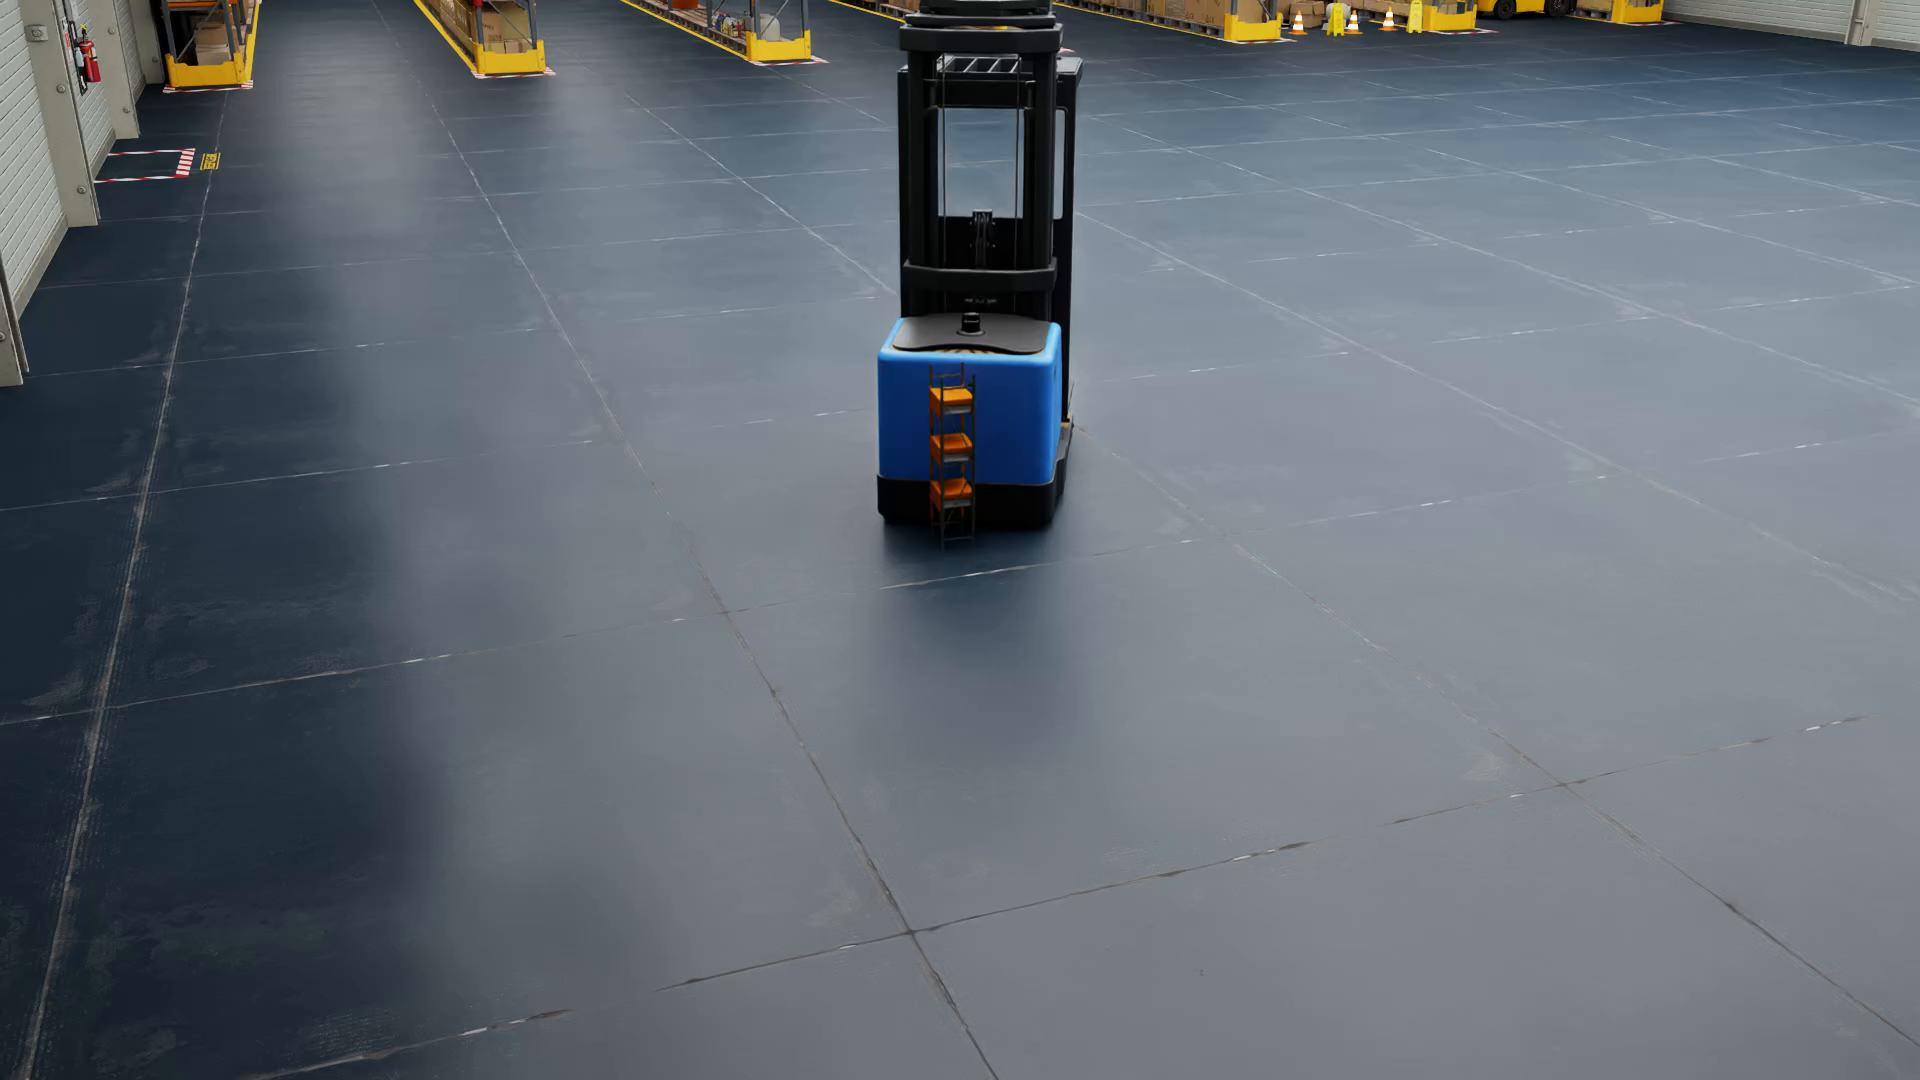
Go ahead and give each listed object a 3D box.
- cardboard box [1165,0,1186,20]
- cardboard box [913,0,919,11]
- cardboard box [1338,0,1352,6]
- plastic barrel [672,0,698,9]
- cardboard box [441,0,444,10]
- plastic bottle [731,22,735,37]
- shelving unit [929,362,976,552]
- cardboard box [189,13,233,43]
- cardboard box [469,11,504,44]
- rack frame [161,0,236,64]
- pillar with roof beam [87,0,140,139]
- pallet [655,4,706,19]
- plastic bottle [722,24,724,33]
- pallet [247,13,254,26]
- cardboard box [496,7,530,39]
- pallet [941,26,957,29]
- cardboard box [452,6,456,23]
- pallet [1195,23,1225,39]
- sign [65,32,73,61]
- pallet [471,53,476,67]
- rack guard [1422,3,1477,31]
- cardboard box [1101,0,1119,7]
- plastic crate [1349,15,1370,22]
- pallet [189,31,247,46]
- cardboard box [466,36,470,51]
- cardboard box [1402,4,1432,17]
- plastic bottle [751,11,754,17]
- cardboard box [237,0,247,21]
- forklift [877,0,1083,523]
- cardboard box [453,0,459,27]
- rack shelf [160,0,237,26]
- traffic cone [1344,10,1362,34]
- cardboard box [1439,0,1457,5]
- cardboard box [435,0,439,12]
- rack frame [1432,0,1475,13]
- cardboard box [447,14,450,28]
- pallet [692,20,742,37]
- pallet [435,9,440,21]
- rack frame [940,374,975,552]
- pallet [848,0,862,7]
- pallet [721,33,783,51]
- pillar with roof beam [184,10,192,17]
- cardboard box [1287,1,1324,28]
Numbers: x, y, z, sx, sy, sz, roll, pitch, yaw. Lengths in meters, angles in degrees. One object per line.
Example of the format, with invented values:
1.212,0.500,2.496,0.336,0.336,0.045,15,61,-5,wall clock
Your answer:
5.062,-11.793,36.064,0.875,0.875,0.875,-8,24,-19,cardboard box
-0.639,-12.156,37.382,0.700,0.500,0.500,-11,25,-24,cardboard box
9.134,-12.535,38.628,0.500,0.250,0.500,-10,25,-21,cardboard box
-6.329,-12.643,38.138,0.600,0.830,0.708,-8,24,-19,plastic barrel
-10.671,-11.360,35.119,0.500,0.311,0.500,-9,24,-20,cardboard box
-4.431,-9.965,32.463,0.061,0.283,0.133,-8,24,-18,plastic bottle
-0.043,-0.472,9.519,0.215,1.050,0.252,-6,24,-14,shelving unit
-14.271,-9.777,31.738,0.700,0.500,0.500,-7,24,-17,cardboard box
-8.417,-9.115,29.548,0.500,0.500,0.500,-8,24,-19,cardboard box
-12.582,-9.008,27.260,1.000,3.000,0.127,-8,24,-19,rack frame
-7.491,-10.319,22.646,9.100,9.000,0.400,-8,24,-19,pillar with roof beam
-6.457,-12.270,38.589,1.003,0.211,1.213,-8,24,-19,pallet
-4.685,-10.209,33.146,0.097,0.201,0.097,0,23,0,plastic bottle
-16.043,-11.369,36.453,1.003,0.211,1.213,-8,24,-19,pallet
-8.109,-9.368,30.148,0.500,0.500,0.500,-8,24,-19,cardboard box
0.177,-10.976,35.520,1.003,0.211,1.213,-8,24,-19,pallet
-9.773,-10.435,32.924,0.500,0.311,0.500,-8,24,-19,cardboard box
5.640,-10.685,34.830,1.003,0.211,1.213,-8,24,-19,pallet
-10.583,-5.862,19.749,0.001,0.329,0.234,-8,24,-19,sign
-8.258,-8.676,30.063,1.003,0.211,1.213,-8,24,-19,pallet
10.564,-11.282,35.874,1.175,0.500,0.348,-8,24,-19,rack guard
3.942,-12.865,38.767,1.050,0.750,0.750,-8,24,-19,cardboard box
8.965,-11.832,37.718,0.402,0.080,0.583,-18,29,-37,plastic crate
-14.706,-9.903,32.974,1.003,0.211,1.213,-8,24,-19,pallet
-8.781,-9.131,30.552,0.500,0.250,0.500,-8,24,-19,cardboard box
10.045,-11.598,36.406,0.500,0.250,0.500,-8,24,-19,cardboard box
-4.162,-10.539,33.736,0.144,0.351,0.185,-10,25,-22,plastic bottle
-15.545,-11.403,35.169,0.750,0.750,0.750,-9,24,-20,cardboard box
0.193,-1.986,10.688,1.130,2.935,3.031,3,23,6,forklift
-9.491,-10.203,32.129,0.500,0.500,0.500,-8,24,-19,cardboard box
-13.288,-9.403,29.124,1.077,0.370,4.000,-8,24,-19,rack shelf
8.314,-10.941,35.113,0.336,0.463,0.334,-8,24,-19,traffic cone
10.556,-12.018,36.436,0.500,0.500,0.500,-9,25,-21,cardboard box
-11.508,-12.142,37.349,0.500,0.500,0.500,-9,25,-21,cardboard box
10.591,-12.407,35.323,1.000,3.000,0.127,-8,24,-19,rack frame
-10.316,-10.735,34.356,0.500,0.250,0.500,-8,24,-18,cardboard box
-5.040,-10.816,35.139,1.003,0.211,1.213,-8,24,-19,pallet
-11.431,-12.030,38.020,1.003,0.211,1.213,-8,24,-19,pallet
-0.011,-0.427,9.411,0.200,1.050,0.008,-6,24,-14,rack frame
-2.141,-13.408,41.290,1.003,0.211,1.213,-8,24,-19,pallet
-4.094,-9.842,32.829,1.003,0.211,1.213,-8,24,-19,pallet
-13.850,-16.859,38.163,9.100,9.000,0.400,-8,24,-19,pillar with roof beam
7.602,-11.547,36.498,0.637,0.503,0.797,12,26,27,cardboard box
